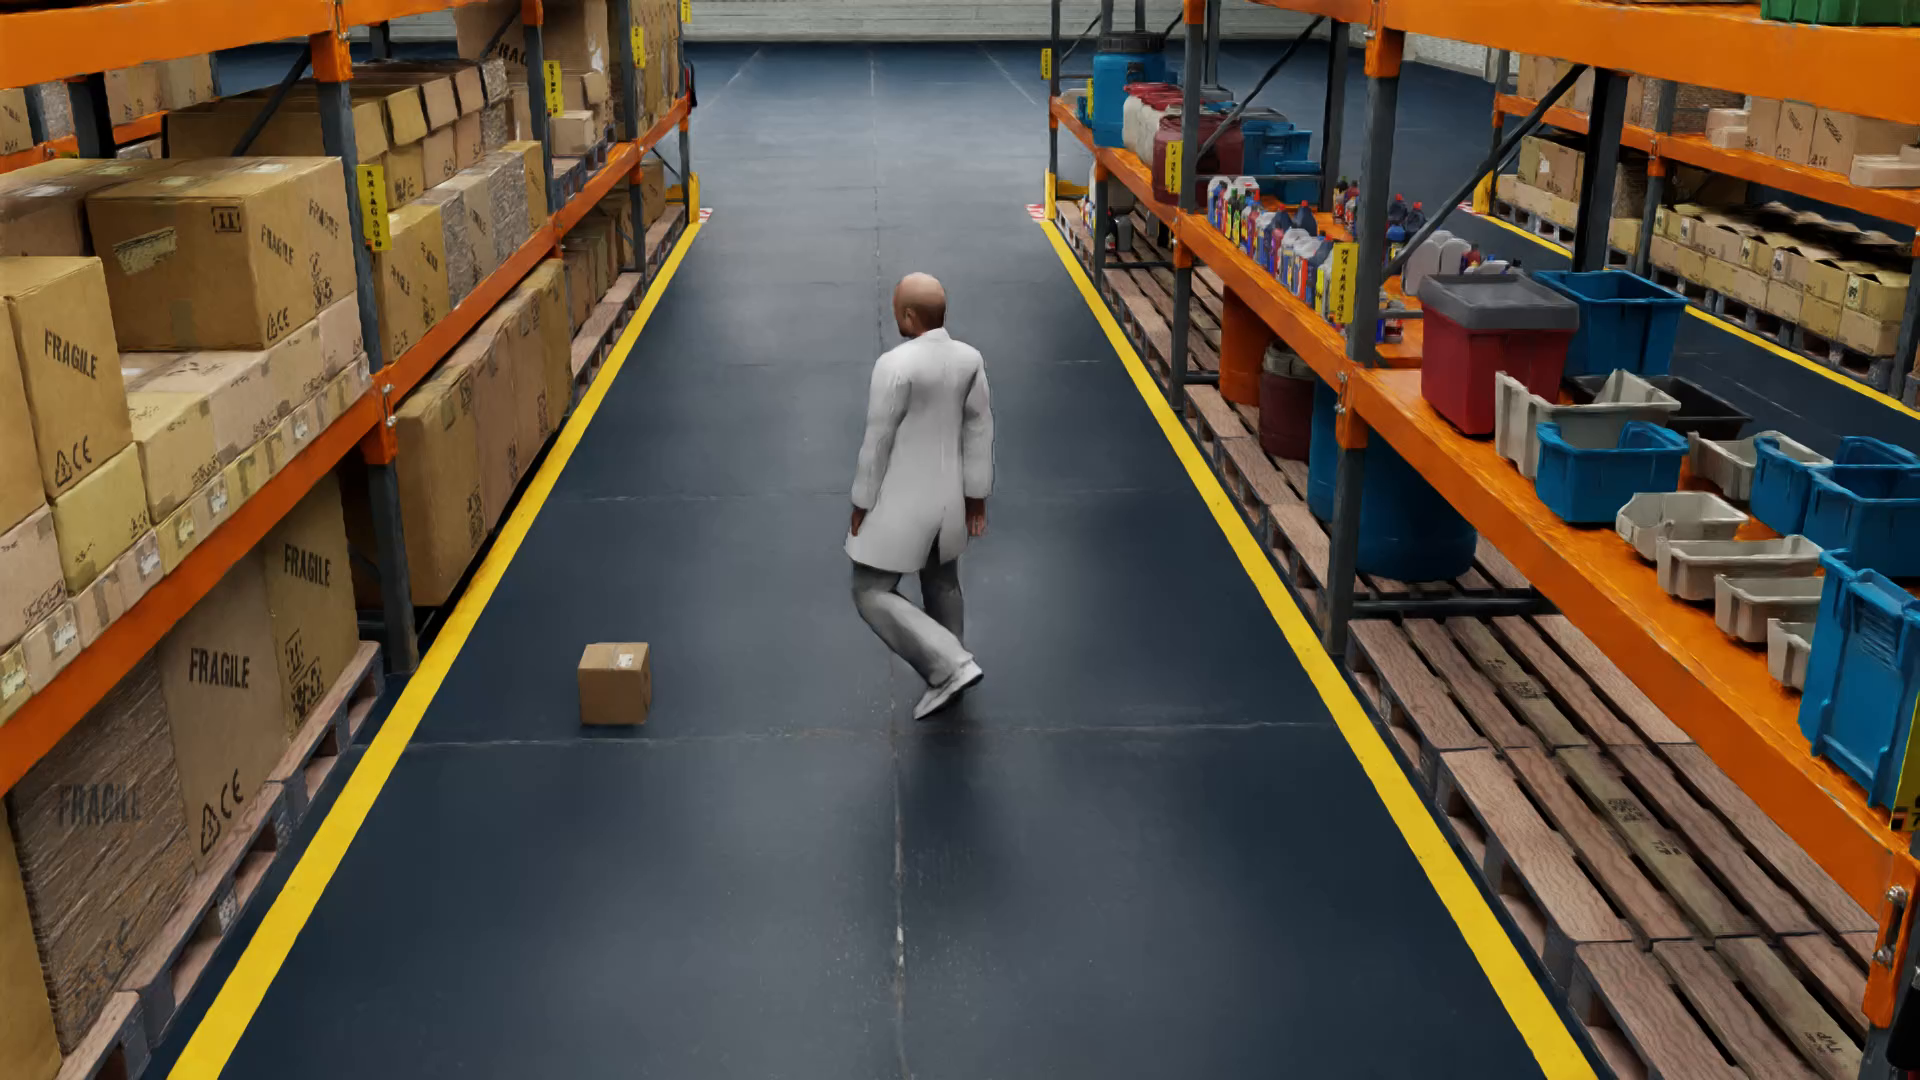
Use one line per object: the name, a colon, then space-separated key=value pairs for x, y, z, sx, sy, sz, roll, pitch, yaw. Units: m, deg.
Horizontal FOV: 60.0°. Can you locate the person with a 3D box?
person: x=-0.103 y=-0.153 z=6.467 sx=0.704 sy=1.770 sz=0.695 roll=16 pitch=26 yaw=38
